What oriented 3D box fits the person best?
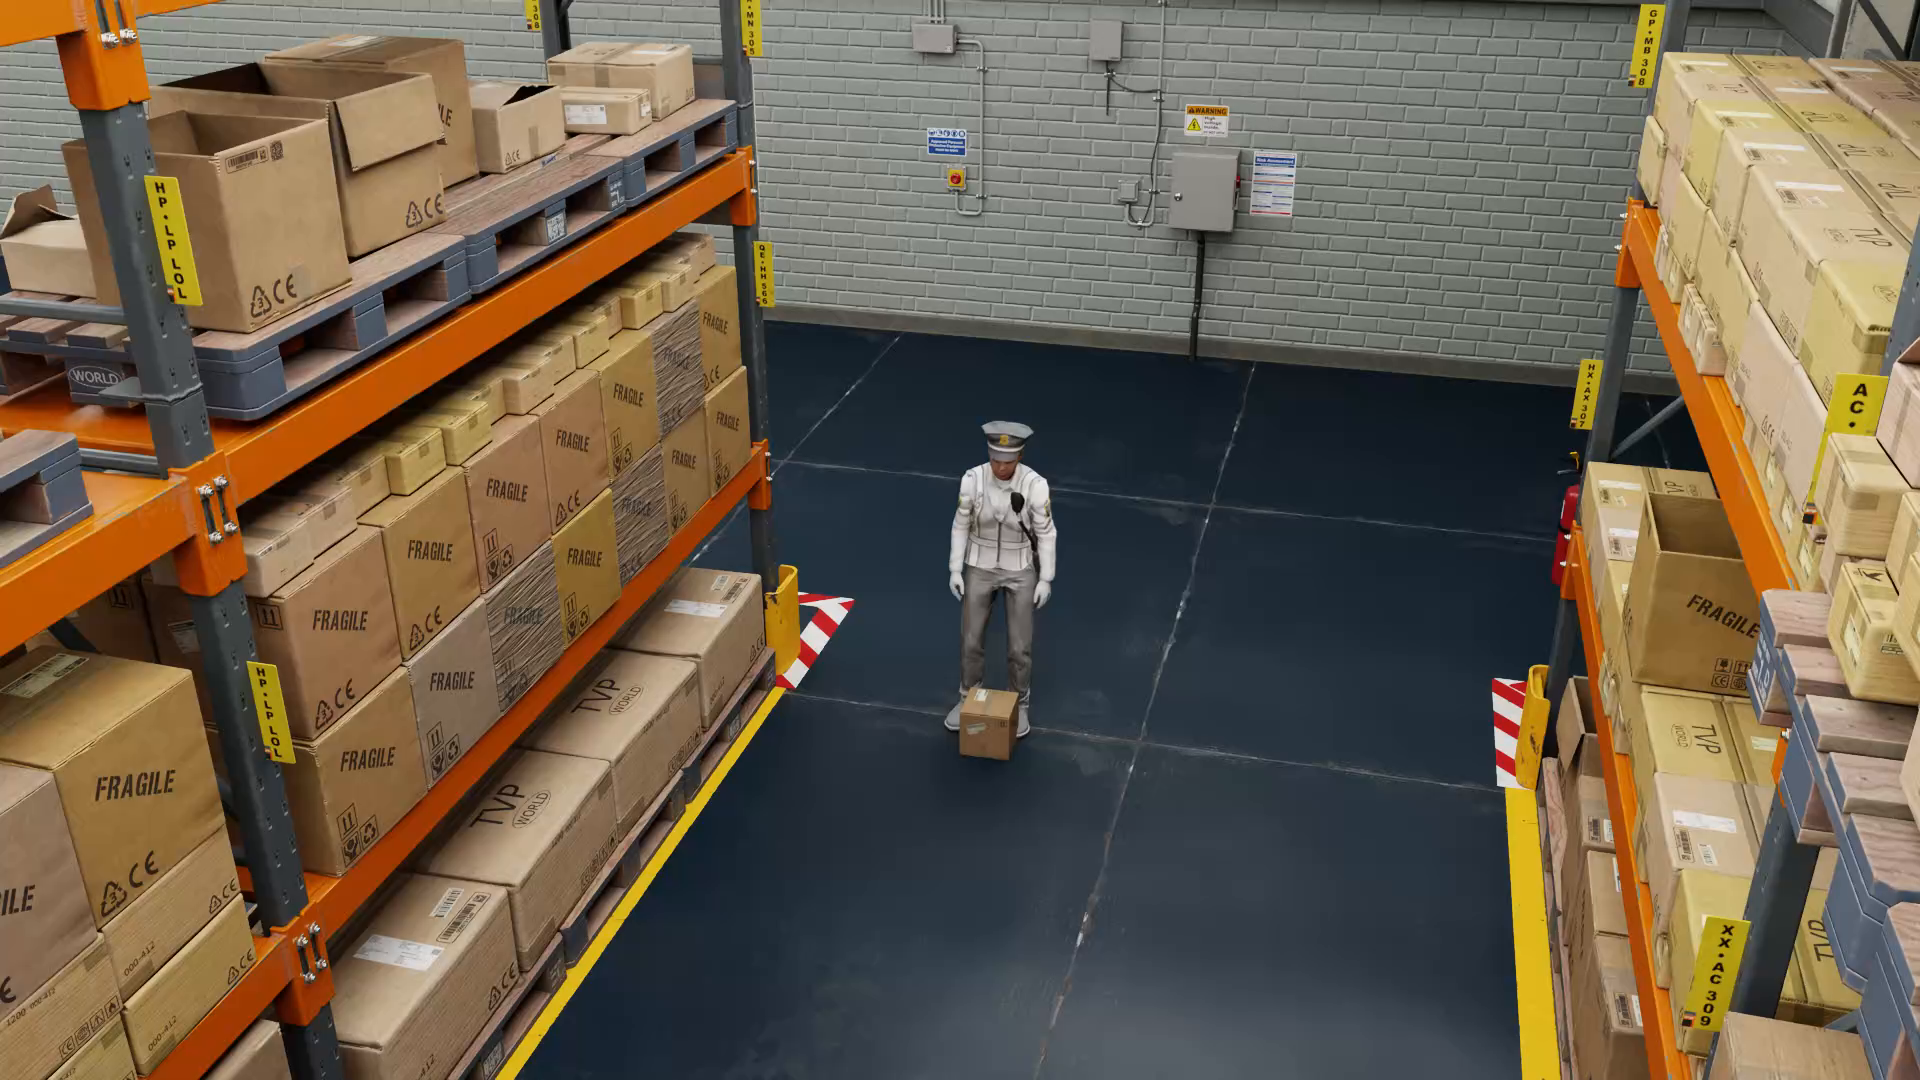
[{"bbox_3d":[0.204,0.180,8.229,0.536,1.662,0.373,5,26,10],"label":"person"}]
